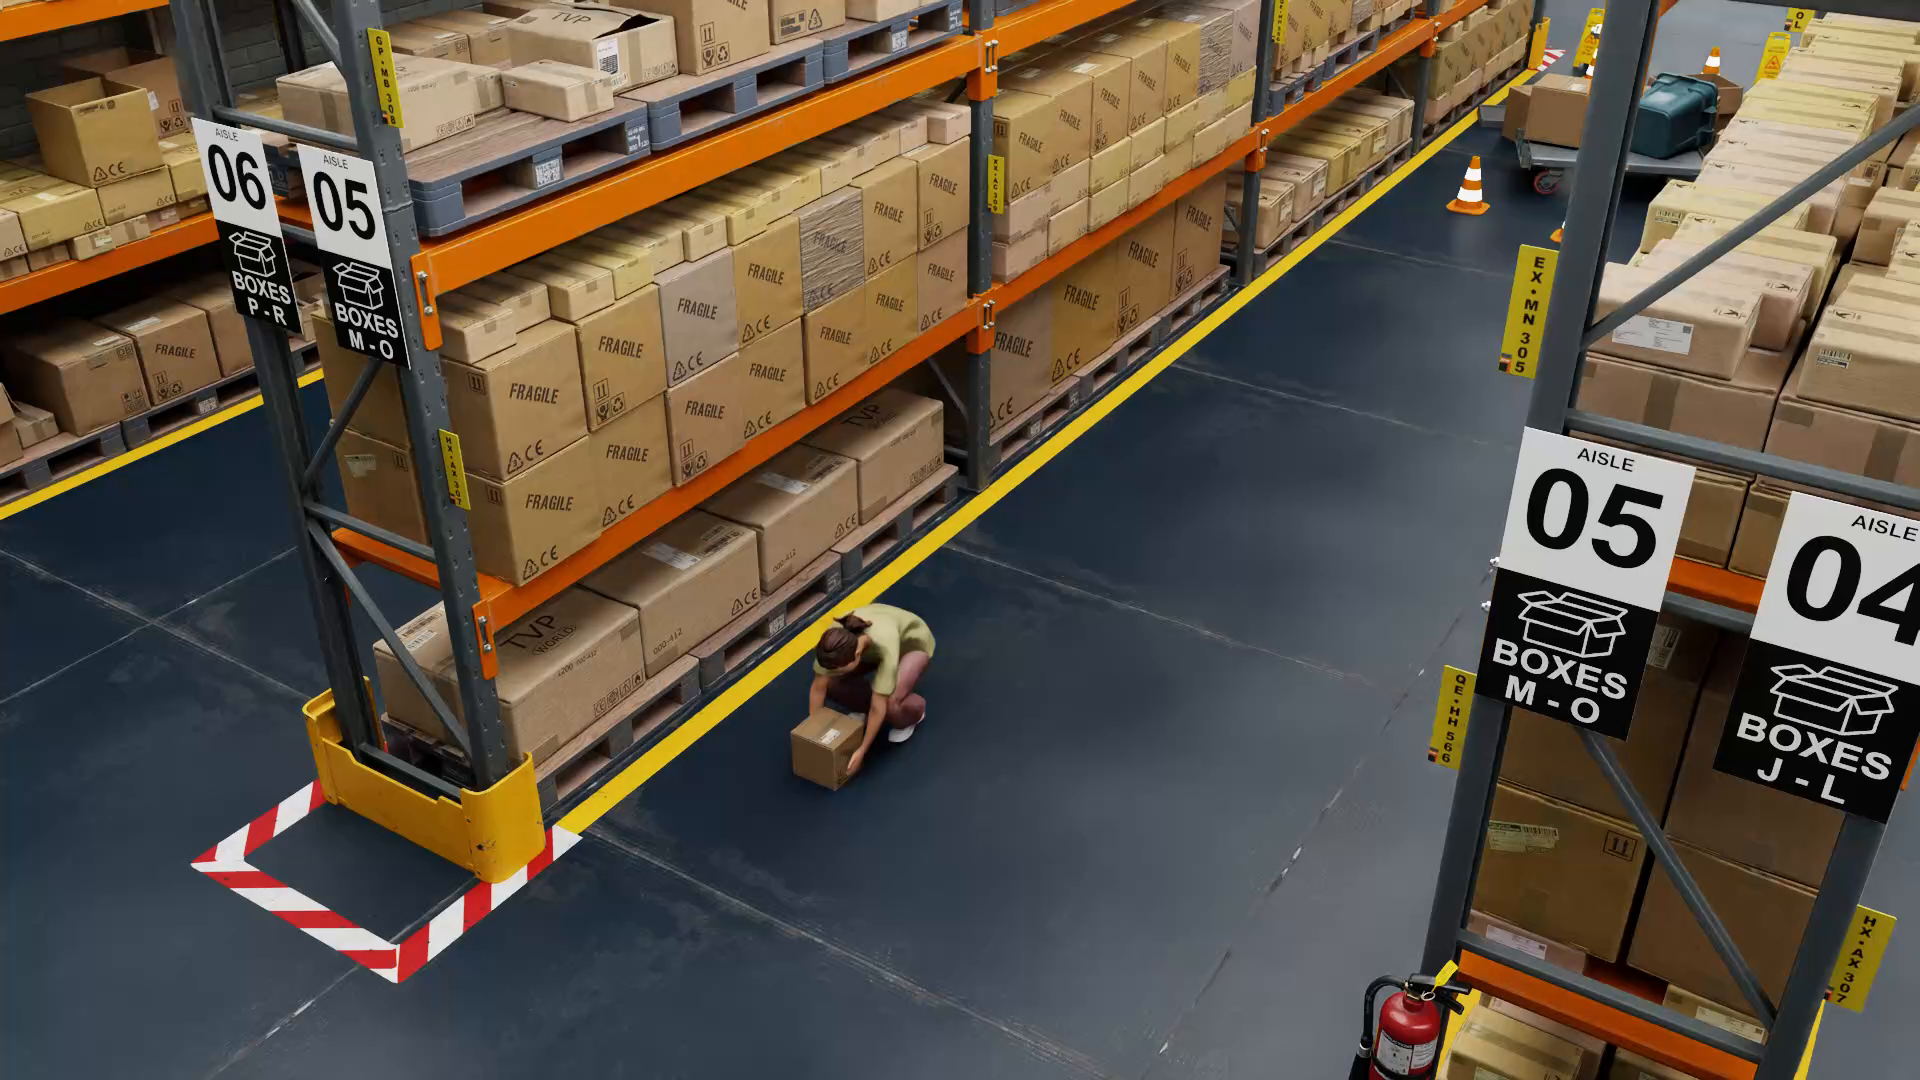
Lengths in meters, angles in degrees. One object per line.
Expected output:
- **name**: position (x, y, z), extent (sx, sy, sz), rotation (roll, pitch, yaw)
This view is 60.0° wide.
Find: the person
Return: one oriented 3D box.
- **person**: position (-0.430, 0.620, 7.993), extent (0.469, 0.807, 0.805), rotation (19, 35, 29)
